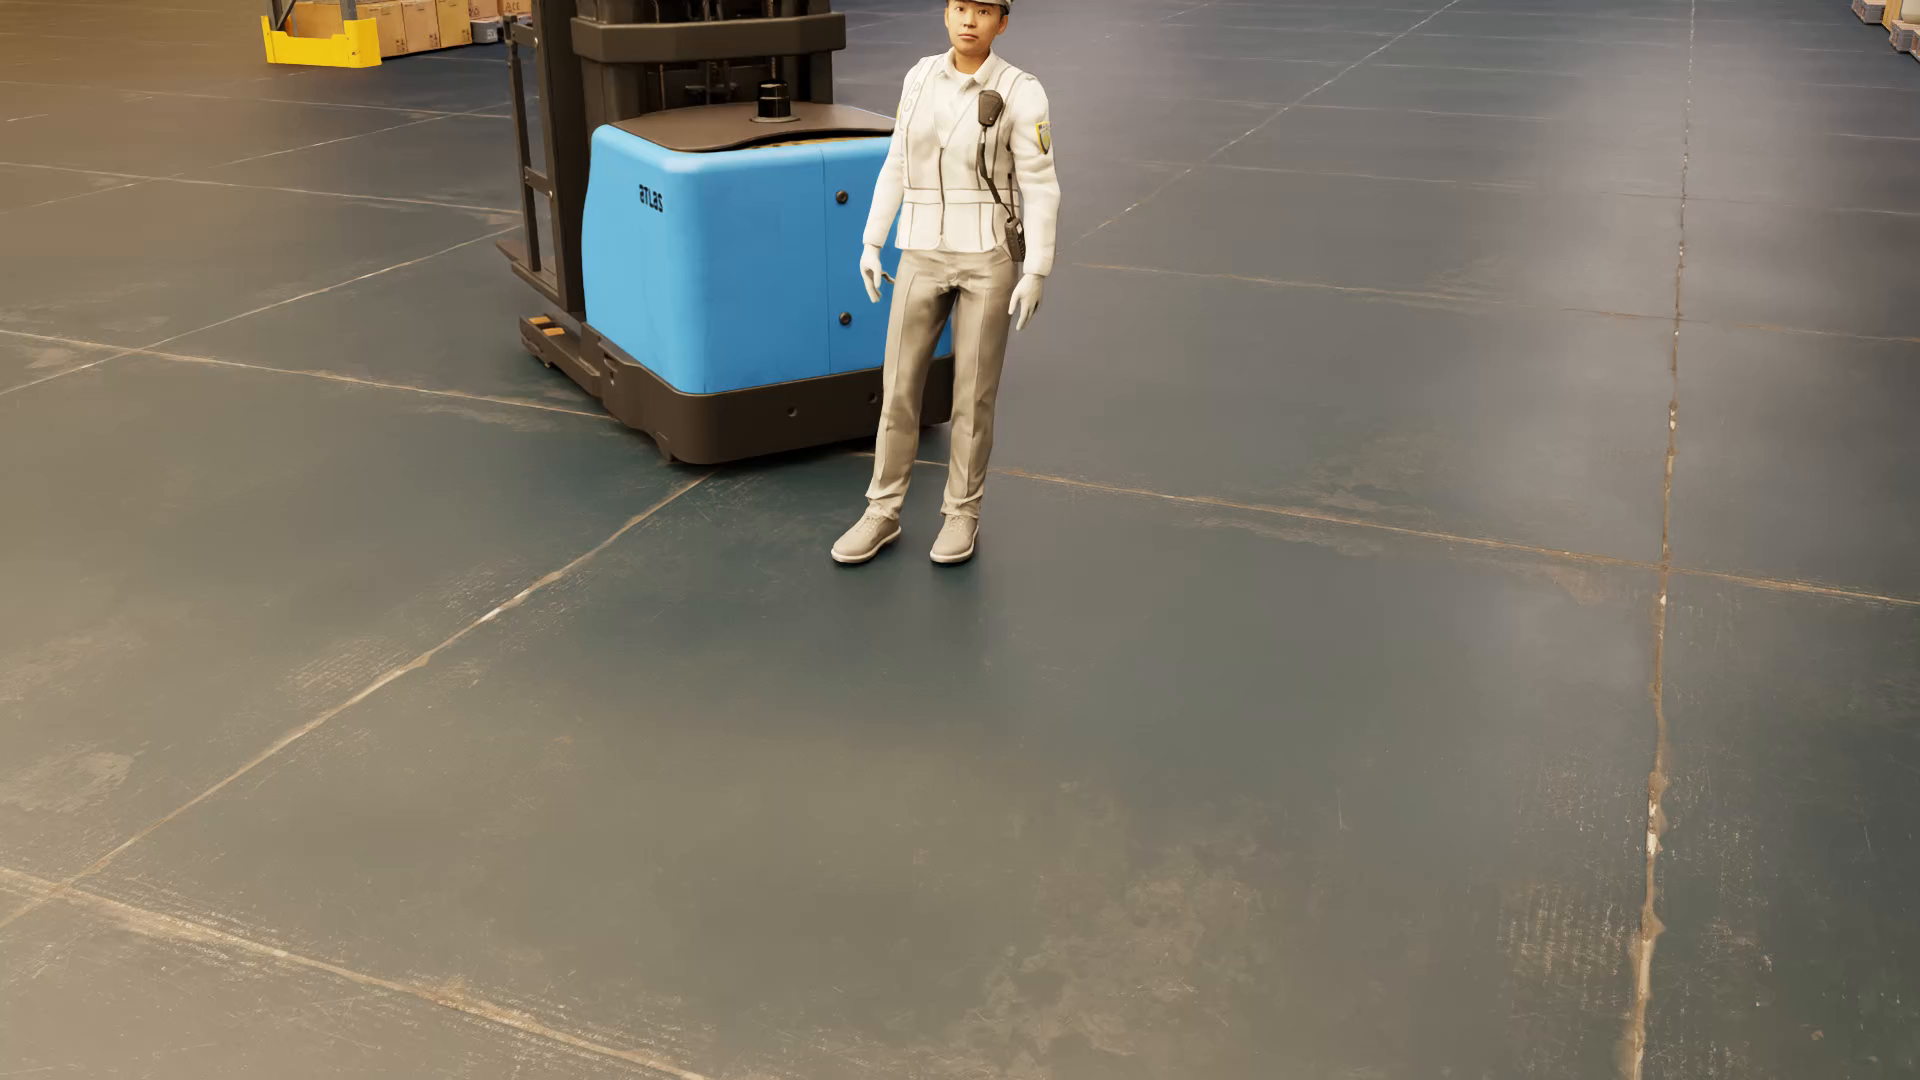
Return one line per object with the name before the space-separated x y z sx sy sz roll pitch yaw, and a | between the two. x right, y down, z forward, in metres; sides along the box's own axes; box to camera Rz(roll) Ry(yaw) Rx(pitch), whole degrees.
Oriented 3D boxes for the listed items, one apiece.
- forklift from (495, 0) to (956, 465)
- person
forklift | -1.176 -2.128 6.383 1.130 2.935 3.031 -12 26 -27
person | -0.031 -0.766 4.708 0.587 1.696 0.534 9 24 21
